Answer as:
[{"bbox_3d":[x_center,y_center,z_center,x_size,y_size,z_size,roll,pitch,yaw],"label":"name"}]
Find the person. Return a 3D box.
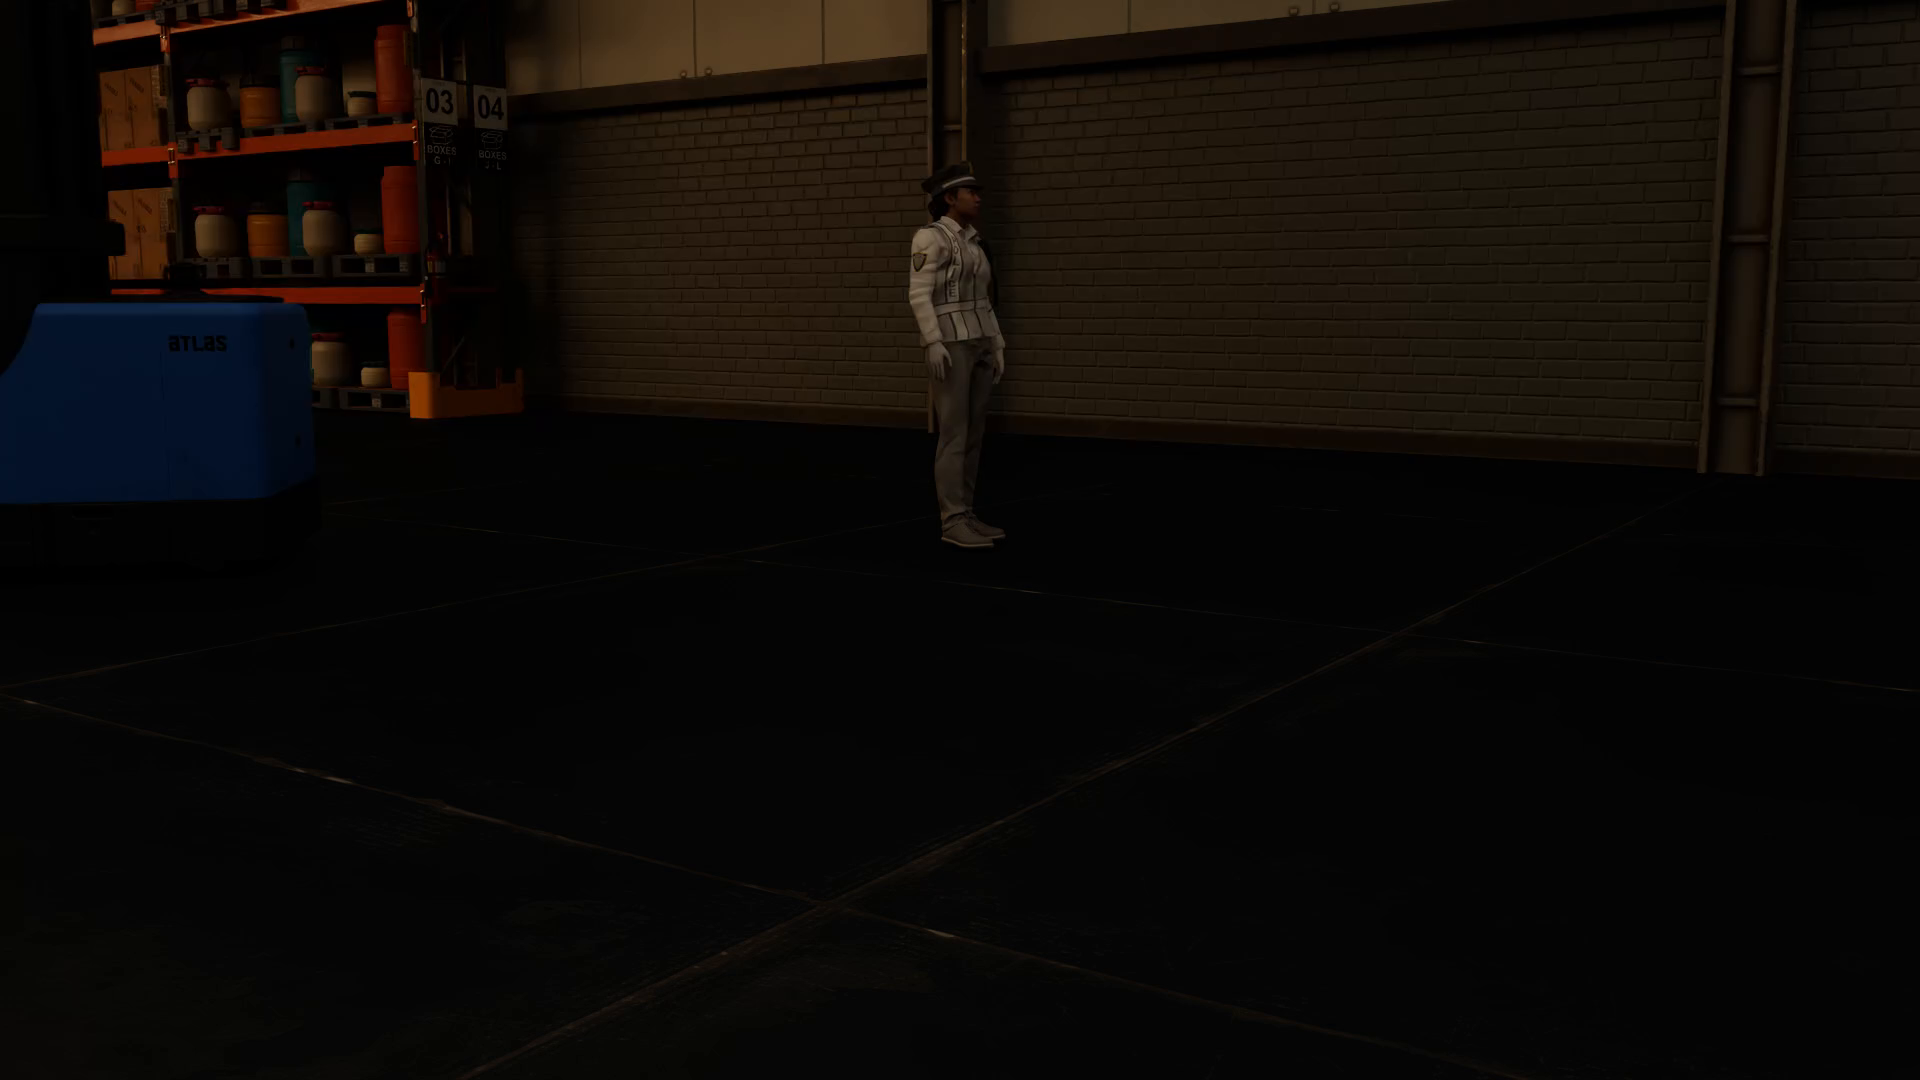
[{"bbox_3d":[0.053,-0.840,7.440,0.531,1.695,0.588,5,10,34],"label":"person"}]

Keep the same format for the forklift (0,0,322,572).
[{"bbox_3d":[-4.284,-1.338,6.599,3.031,2.935,1.130,-1,8,-10],"label":"forklift"}]
